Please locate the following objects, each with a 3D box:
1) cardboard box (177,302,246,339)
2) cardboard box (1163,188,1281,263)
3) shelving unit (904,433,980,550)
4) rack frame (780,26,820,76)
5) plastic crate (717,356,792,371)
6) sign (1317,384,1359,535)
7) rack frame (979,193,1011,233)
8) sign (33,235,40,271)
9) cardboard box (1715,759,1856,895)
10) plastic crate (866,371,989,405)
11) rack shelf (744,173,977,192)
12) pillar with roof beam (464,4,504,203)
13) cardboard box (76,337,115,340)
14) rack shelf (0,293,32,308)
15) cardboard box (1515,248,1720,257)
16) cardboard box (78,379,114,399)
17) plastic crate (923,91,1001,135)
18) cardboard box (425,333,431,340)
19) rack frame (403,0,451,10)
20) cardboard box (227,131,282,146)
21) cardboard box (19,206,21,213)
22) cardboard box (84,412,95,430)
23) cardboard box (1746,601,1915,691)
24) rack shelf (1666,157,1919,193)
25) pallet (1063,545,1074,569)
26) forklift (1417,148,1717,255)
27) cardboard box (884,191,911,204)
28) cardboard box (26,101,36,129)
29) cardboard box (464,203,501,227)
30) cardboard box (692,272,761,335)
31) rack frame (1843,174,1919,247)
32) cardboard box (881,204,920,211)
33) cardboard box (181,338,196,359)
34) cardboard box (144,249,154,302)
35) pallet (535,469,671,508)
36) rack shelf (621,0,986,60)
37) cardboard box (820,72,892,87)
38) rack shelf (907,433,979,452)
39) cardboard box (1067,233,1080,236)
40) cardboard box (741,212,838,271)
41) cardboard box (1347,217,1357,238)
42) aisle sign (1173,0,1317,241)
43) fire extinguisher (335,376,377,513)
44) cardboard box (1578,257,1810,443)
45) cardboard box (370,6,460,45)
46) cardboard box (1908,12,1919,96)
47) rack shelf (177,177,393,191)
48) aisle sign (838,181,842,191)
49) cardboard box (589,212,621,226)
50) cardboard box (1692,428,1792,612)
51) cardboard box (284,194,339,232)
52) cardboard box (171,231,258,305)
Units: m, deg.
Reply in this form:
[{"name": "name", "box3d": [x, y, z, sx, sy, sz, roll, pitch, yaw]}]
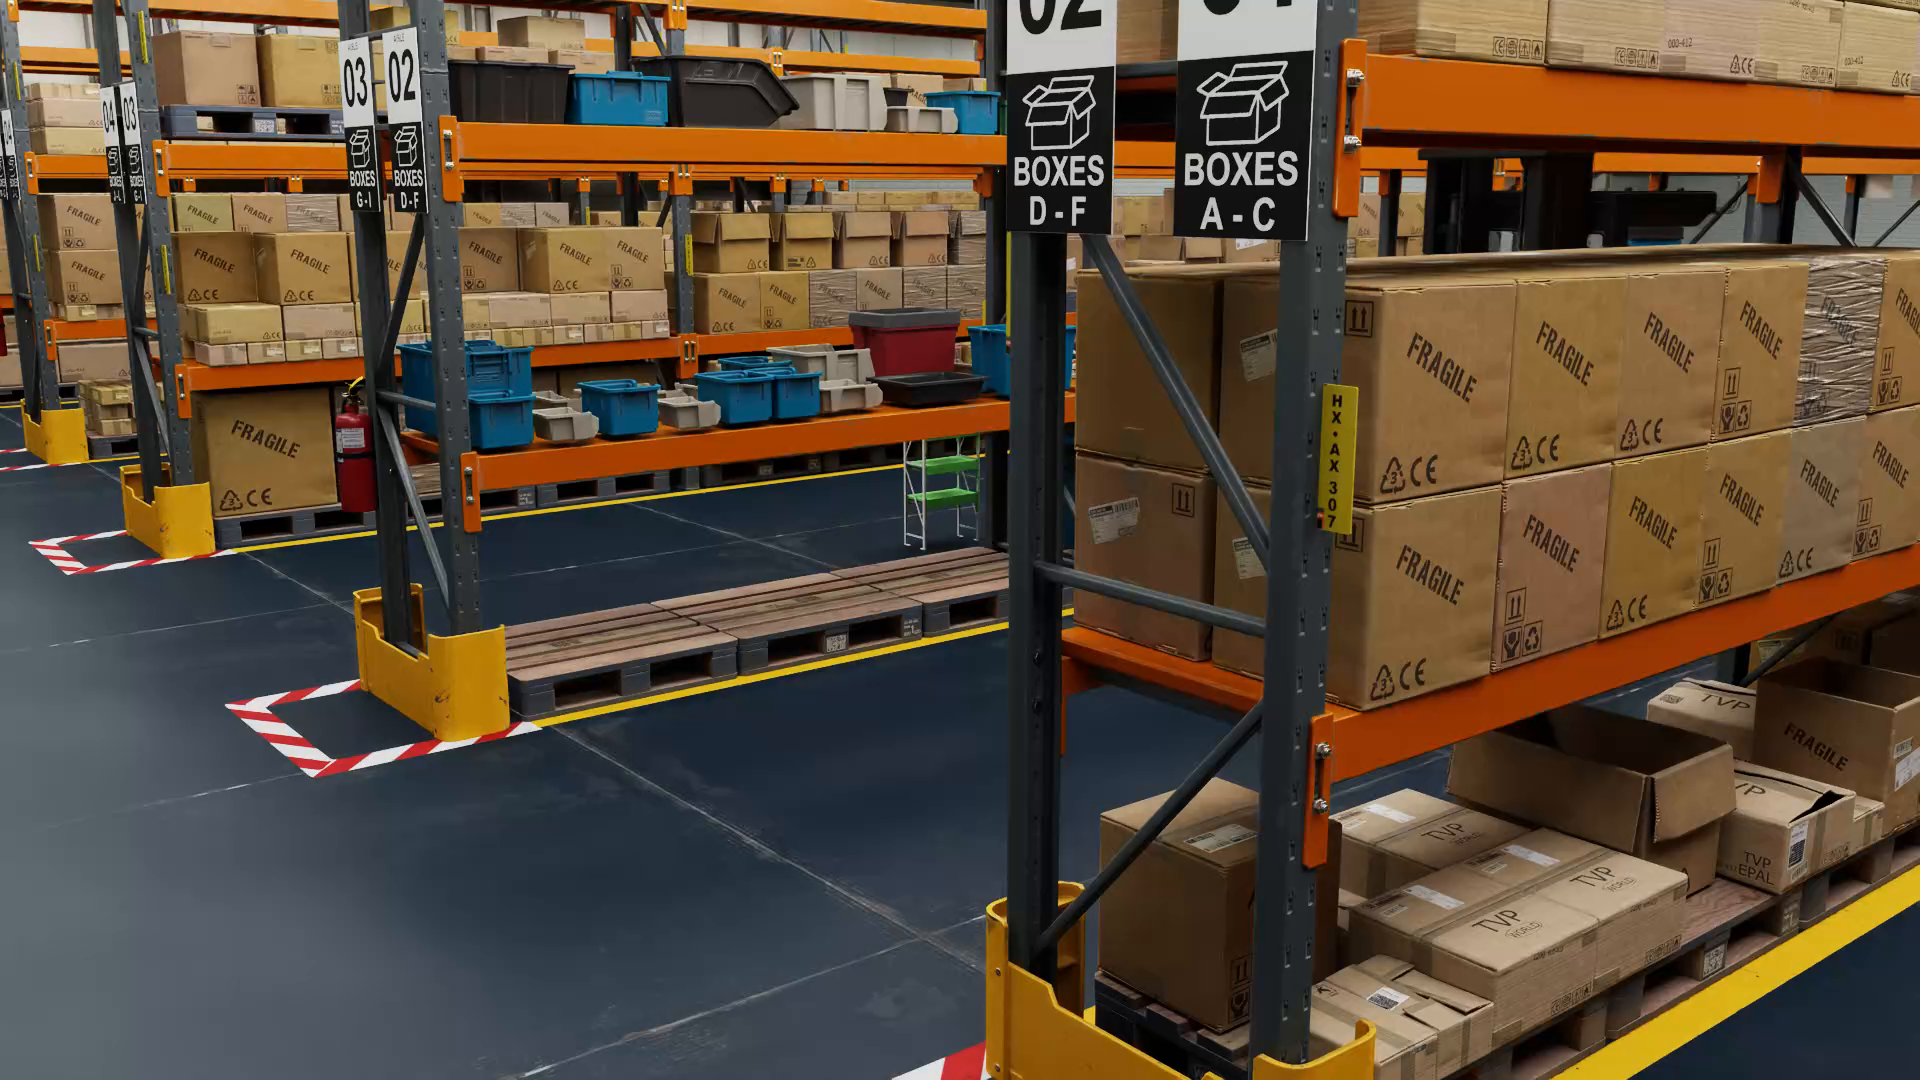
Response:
[{"name": "cardboard box", "box3d": [-5.484, -1.628, 12.219, 0.500, 0.250, 0.500, -10, 15, -39]}, {"name": "cardboard box", "box3d": [2.966, -3.425, 18.583, 1.000, 1.000, 1.000, -9, 15, -37]}, {"name": "shelving unit", "box3d": [-0.129, -0.565, 11.903, 0.503, 1.200, 0.258, -9, 15, -38]}, {"name": "rack frame", "box3d": [-2.517, -7.549, 26.014, 0.127, 3.000, 1.000, -9, 15, -38]}, {"name": "plastic crate", "box3d": [-1.159, -0.902, 9.414, 0.300, 0.233, 0.416, -9, 15, -38]}, {"name": "sign", "box3d": [0.828, -0.178, 3.662, 0.005, 0.325, 0.100, -9, 15, -38]}, {"name": "rack frame", "box3d": [0.550, -2.488, 16.624, 0.127, 3.000, 1.000, -9, 15, -38]}, {"name": "sign", "box3d": [-8.377, -2.603, 15.081, 0.005, 0.325, 0.100, -9, 15, -38]}, {"name": "cardboard box", "box3d": [2.759, 0.956, 5.821, 0.500, 0.311, 0.500, -9, 15, -38]}, {"name": "plastic crate", "box3d": [-0.185, -0.871, 9.529, 0.590, 0.125, 0.437, -9, 15, -38]}, {"name": "rack shelf", "box3d": [-0.908, -4.680, 21.459, 4.000, 0.370, 1.077, -9, 15, -38]}, {"name": "pillar with roof beam", "box3d": [-5.600, -7.452, 25.556, 0.400, 9.000, 9.100, -9, 15, -38]}, {"name": "cardboard box", "box3d": [-12.952, -3.148, 24.738, 0.500, 0.500, 0.700, -10, 16, -40]}, {"name": "rack shelf", "box3d": [-10.326, -2.965, 20.601, 4.000, 0.370, 1.077, -9, 15, -38]}, {"name": "cardboard box", "box3d": [2.264, -0.750, 5.794, 0.500, 0.500, 0.500, -10, 16, -39]}, {"name": "cardboard box", "box3d": [-8.461, -1.479, 16.293, 0.250, 0.149, 0.380, -9, 15, -37]}, {"name": "plastic crate", "box3d": [0.009, -2.381, 9.302, 0.300, 0.233, 0.416, -9, 15, -38]}, {"name": "cardboard box", "box3d": [-4.013, -1.519, 12.667, 0.250, 0.149, 0.380, -10, 16, -39]}, {"name": "rack frame", "box3d": [-5.593, -5.721, 17.407, 0.127, 3.000, 1.000, -9, 15, -38]}, {"name": "cardboard box", "box3d": [-6.988, -3.880, 16.319, 0.500, 0.250, 0.500, -10, 15, -38]}, {"name": "cardboard box", "box3d": [-10.936, -3.679, 19.587, 0.500, 0.500, 0.500, -10, 16, -39]}, {"name": "cardboard box", "box3d": [-8.436, -1.180, 16.319, 0.250, 0.149, 0.380, -9, 15, -37]}, {"name": "cardboard box", "box3d": [3.819, 0.535, 7.345, 0.500, 0.500, 0.500, -10, 15, -38]}, {"name": "rack shelf", "box3d": [8.329, -3.579, 16.270, 4.000, 0.370, 1.077, -9, 15, -38]}, {"name": "pallet", "box3d": [1.149, 0.105, 11.125, 1.213, 0.211, 1.003, -9, 15, -38]}, {"name": "forklift", "box3d": [3.352, -0.883, 9.232, 3.031, 2.935, 1.130, -6, 13, -26]}, {"name": "cardboard box", "box3d": [-1.217, -5.443, 27.177, 0.500, 0.500, 0.700, -10, 15, -39]}, {"name": "cardboard box", "box3d": [-8.516, -4.007, 15.713, 0.500, 0.250, 0.500, -10, 16, -39]}, {"name": "cardboard box", "box3d": [-6.669, -4.392, 22.945, 0.500, 0.500, 0.500, -9, 15, -38]}, {"name": "cardboard box", "box3d": [-2.058, -2.037, 14.259, 0.500, 0.500, 0.500, -9, 15, -37]}, {"name": "rack frame", "box3d": [9.891, -2.723, 17.729, 0.127, 3.000, 1.000, -9, 15, -38]}, {"name": "cardboard box", "box3d": [-0.920, -4.099, 21.564, 0.500, 0.500, 0.700, -10, 15, -38]}, {"name": "cardboard box", "box3d": [-5.624, -1.427, 12.230, 0.250, 0.149, 0.380, -9, 15, -37]}, {"name": "cardboard box", "box3d": [-7.791, -2.549, 15.954, 0.500, 0.500, 0.500, -9, 15, -38]}, {"name": "pallet", "box3d": [-3.216, -0.519, 14.064, 1.213, 0.211, 1.003, -9, 15, -38]}, {"name": "rack shelf", "box3d": [-1.012, -4.615, 14.895, 4.000, 0.370, 1.077, -9, 15, -38]}, {"name": "cardboard box", "box3d": [-1.032, -3.943, 14.993, 0.637, 0.503, 0.797, -10, 15, -38]}, {"name": "rack shelf", "box3d": [-0.129, -0.738, 11.866, 0.480, 0.148, 0.258, -9, 15, -38]}, {"name": "cardboard box", "box3d": [1.320, -4.559, 23.415, 0.550, 0.550, 0.875, -9, 15, -38]}, {"name": "cardboard box", "box3d": [-1.537, -2.680, 14.872, 0.637, 0.503, 0.797, -9, 15, -37]}, {"name": "cardboard box", "box3d": [4.184, -3.708, 19.004, 0.500, 0.500, 0.500, -9, 15, -38]}, {"name": "aisle sign", "box3d": [0.619, -1.058, 3.630, 0.004, 0.787, 0.394, -9, 15, -38]}, {"name": "fire extinguisher", "box3d": [-3.004, -0.480, 8.253, 0.183, 0.674, 0.296, -9, 15, -38]}, {"name": "cardboard box", "box3d": [2.193, -0.595, 5.060, 0.500, 0.500, 0.500, -10, 15, -38]}, {"name": "cardboard box", "box3d": [-4.113, -3.848, 12.508, 0.500, 0.250, 0.500, -10, 16, -39]}, {"name": "cardboard box", "box3d": [3.002, -1.586, 5.517, 0.500, 0.250, 0.500, -9, 15, -38]}, {"name": "rack shelf", "box3d": [-10.306, -5.756, 26.523, 4.000, 0.370, 1.077, -9, 15, -38]}, {"name": "aisle sign", "box3d": [-2.263, -7.170, 32.417, 0.004, 0.787, 0.394, -9, 15, -38]}, {"name": "cardboard box", "box3d": [-5.145, -4.516, 24.206, 0.500, 0.500, 0.500, -10, 16, -39]}, {"name": "cardboard box", "box3d": [2.185, -0.103, 5.153, 0.500, 0.500, 0.500, -9, 15, -37]}, {"name": "cardboard box", "box3d": [-6.600, -3.233, 16.769, 0.500, 0.500, 0.500, -9, 15, -36]}, {"name": "cardboard box", "box3d": [-5.481, -1.995, 12.140, 0.500, 0.500, 0.500, -9, 15, -37]}]
